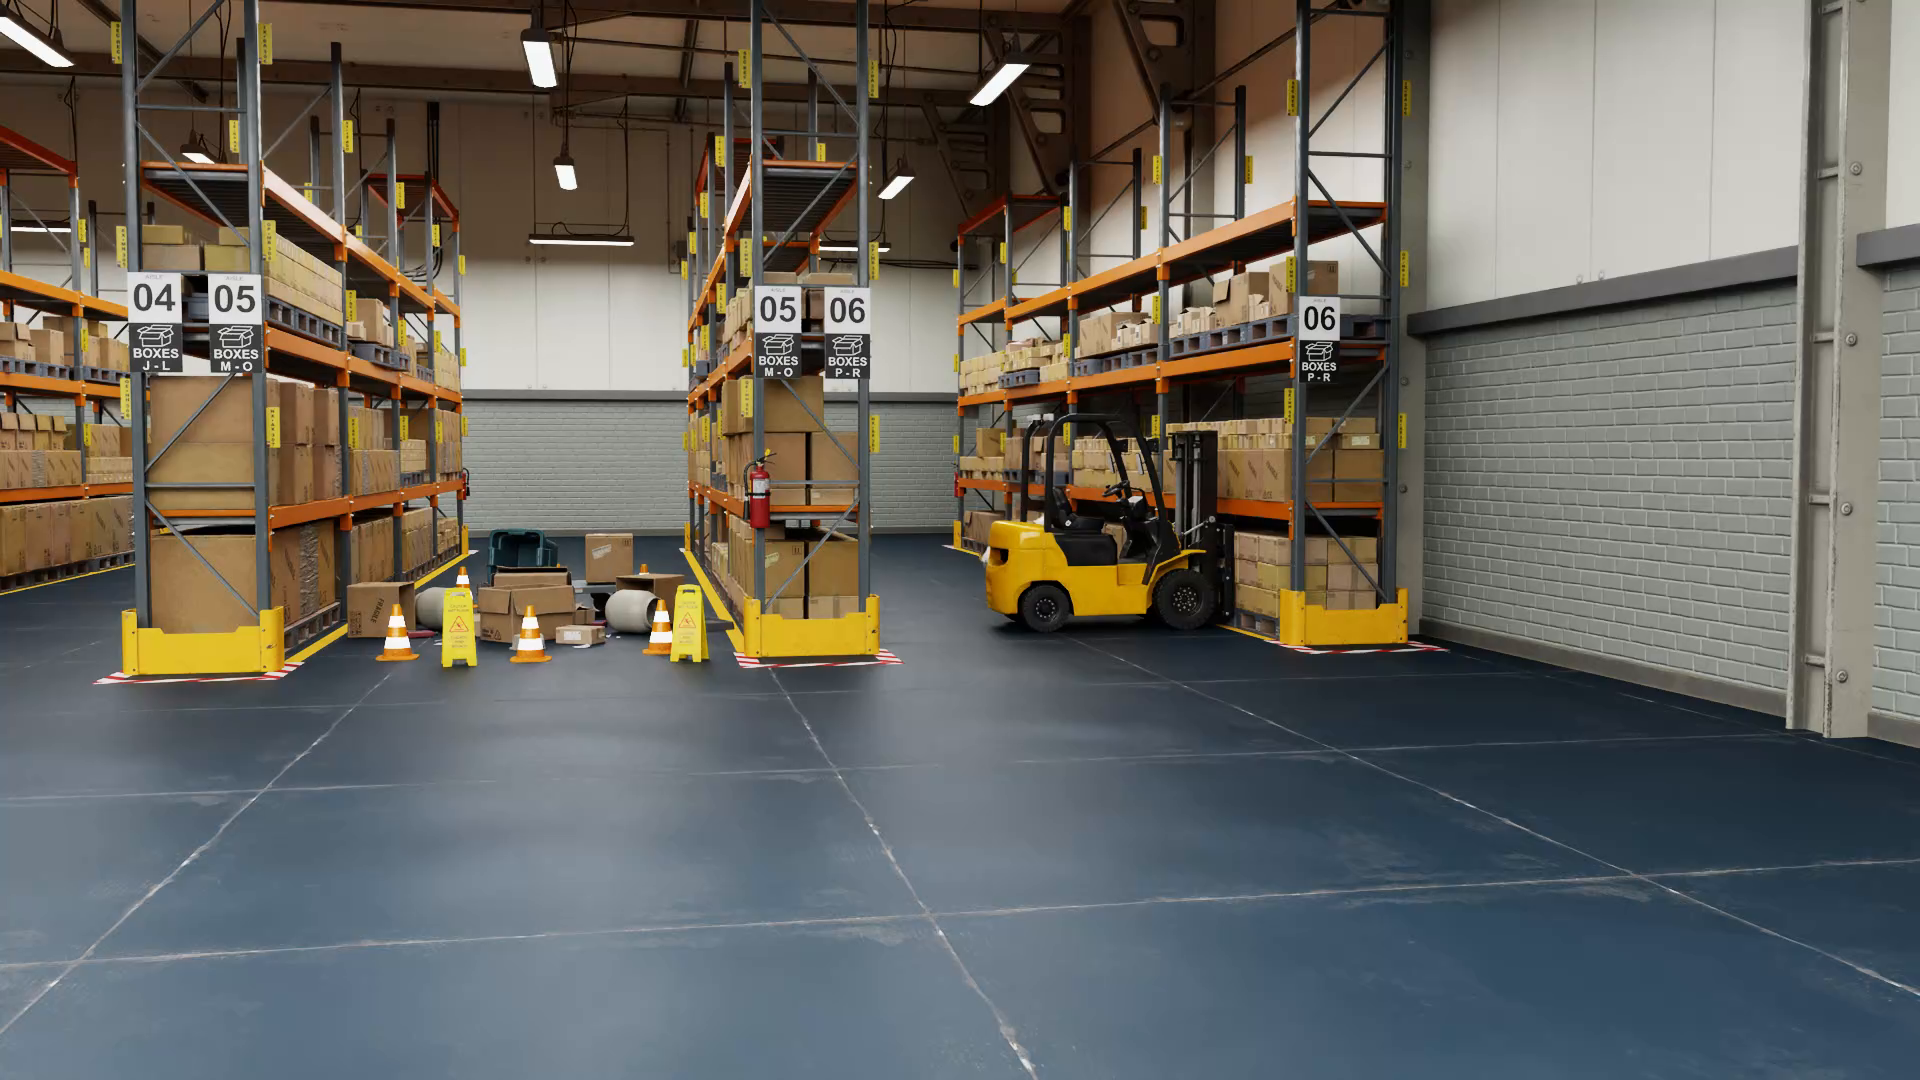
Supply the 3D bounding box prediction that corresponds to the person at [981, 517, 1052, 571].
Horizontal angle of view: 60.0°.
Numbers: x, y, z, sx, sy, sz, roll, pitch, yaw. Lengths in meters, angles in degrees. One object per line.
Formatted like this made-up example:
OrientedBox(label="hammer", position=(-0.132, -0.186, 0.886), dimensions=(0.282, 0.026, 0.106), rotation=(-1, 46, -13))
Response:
OrientedBox(label="person", position=(0.689, 0.240, 19.647), dimensions=(0.867, 1.009, 0.541), rotation=(-1, 3, -11))
